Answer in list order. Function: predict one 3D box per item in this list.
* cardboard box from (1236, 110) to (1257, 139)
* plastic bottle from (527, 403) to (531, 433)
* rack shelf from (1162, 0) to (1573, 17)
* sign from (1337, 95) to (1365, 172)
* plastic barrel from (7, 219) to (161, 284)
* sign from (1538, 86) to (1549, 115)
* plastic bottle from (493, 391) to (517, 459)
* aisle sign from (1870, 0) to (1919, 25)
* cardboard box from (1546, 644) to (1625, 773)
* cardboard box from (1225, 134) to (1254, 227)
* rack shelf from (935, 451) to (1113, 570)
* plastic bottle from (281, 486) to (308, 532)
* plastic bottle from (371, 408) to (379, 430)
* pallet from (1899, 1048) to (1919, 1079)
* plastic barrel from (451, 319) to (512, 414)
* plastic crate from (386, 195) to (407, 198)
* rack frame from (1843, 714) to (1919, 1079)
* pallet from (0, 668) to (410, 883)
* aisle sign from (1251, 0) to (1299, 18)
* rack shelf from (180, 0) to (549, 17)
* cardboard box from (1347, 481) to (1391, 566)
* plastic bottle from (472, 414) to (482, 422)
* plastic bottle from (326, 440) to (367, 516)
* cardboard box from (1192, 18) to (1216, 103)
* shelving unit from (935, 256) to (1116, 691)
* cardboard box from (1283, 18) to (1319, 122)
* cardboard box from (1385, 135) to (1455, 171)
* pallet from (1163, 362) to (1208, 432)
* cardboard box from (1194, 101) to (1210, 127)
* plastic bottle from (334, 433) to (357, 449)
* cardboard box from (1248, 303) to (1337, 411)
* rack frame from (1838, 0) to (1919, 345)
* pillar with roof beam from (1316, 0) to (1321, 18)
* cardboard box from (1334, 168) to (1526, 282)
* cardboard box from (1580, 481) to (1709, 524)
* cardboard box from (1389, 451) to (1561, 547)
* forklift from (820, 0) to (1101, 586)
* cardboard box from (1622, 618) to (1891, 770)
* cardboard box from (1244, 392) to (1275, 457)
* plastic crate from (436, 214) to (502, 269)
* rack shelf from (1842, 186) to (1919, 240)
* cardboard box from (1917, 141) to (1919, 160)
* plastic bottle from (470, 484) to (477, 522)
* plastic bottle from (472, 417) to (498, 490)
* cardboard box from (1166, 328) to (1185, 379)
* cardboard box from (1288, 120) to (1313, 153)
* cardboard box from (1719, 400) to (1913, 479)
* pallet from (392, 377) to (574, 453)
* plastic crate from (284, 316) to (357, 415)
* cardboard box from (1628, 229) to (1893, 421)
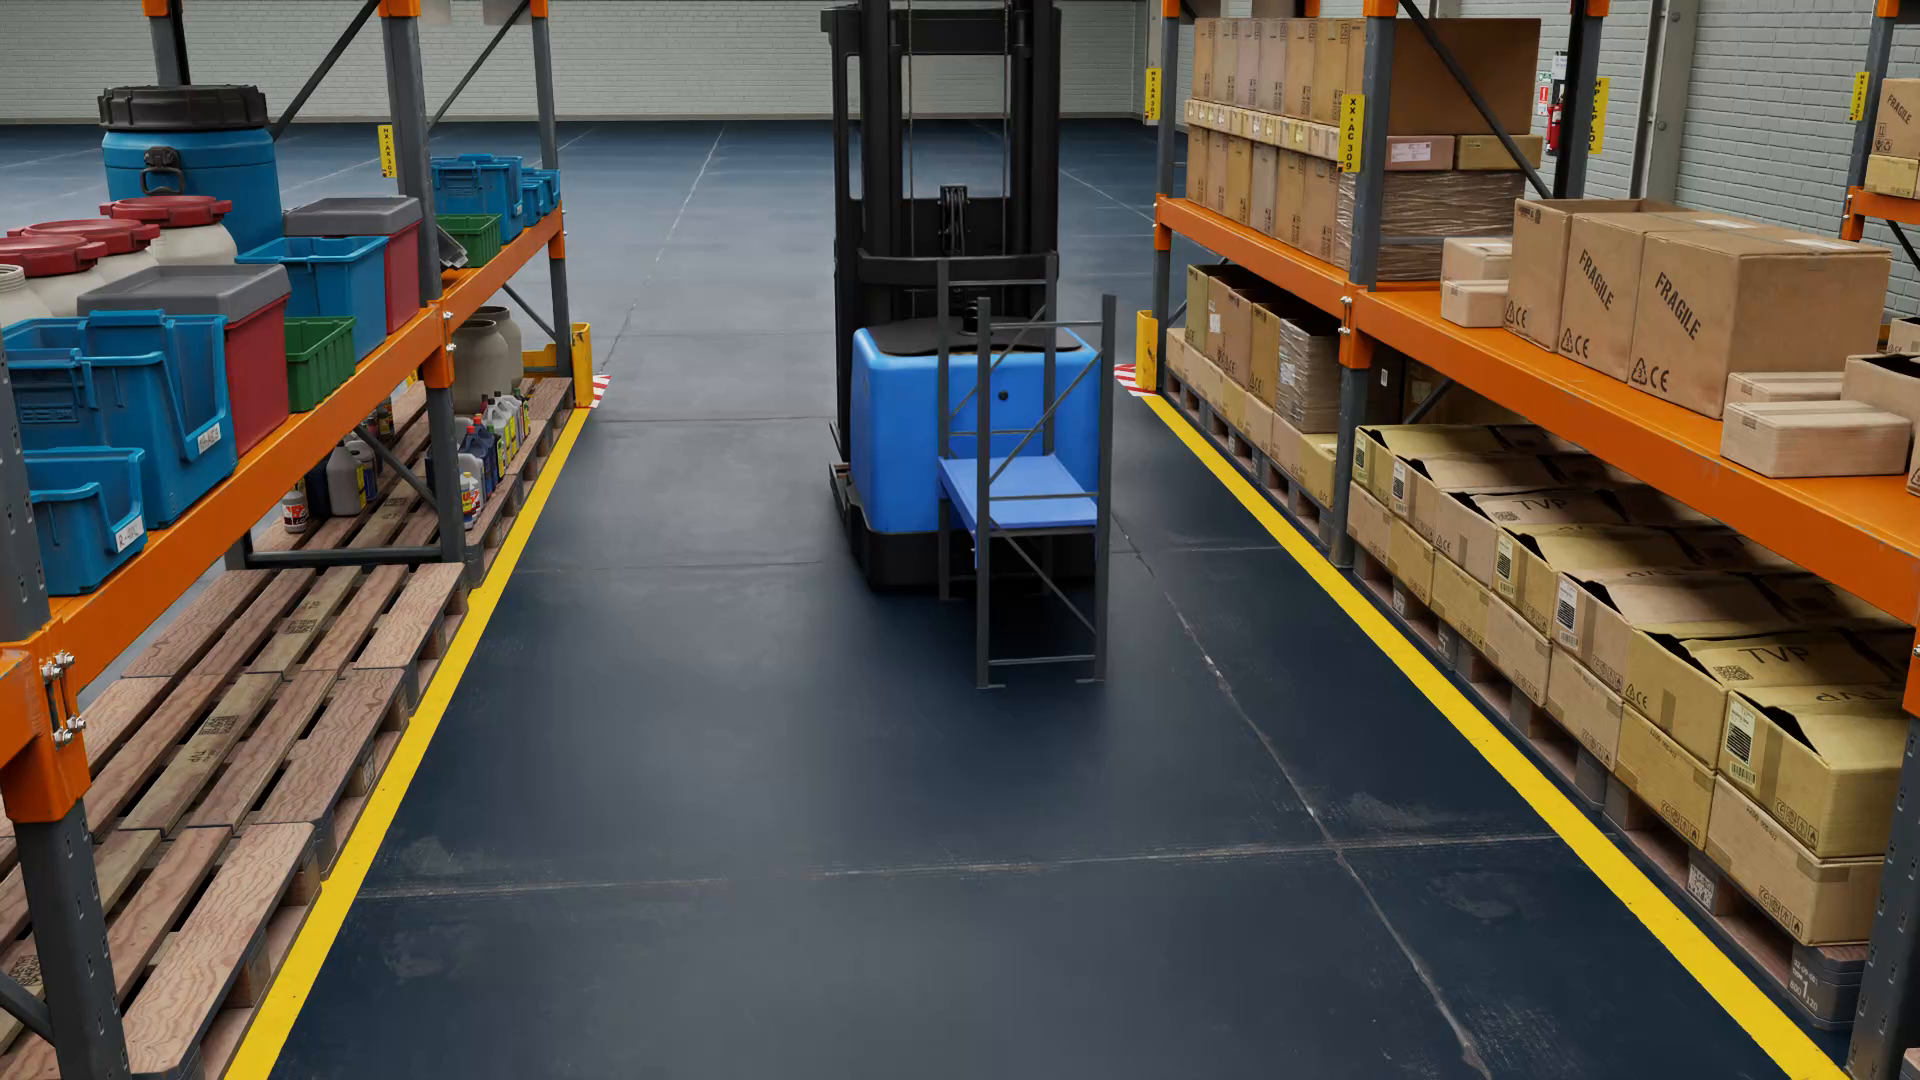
[{"bbox_3d":[1.790,-2.366,9.454,0.380,0.149,0.250,-2,18,-6],"label":"cardboard box"},{"bbox_3d":[-2.473,-0.705,9.352,0.097,0.201,0.097,0,17,0],"label":"plastic bottle"},{"bbox_3d":[2.036,-3.008,8.943,1.077,0.370,4.000,-2,18,-6],"label":"rack shelf"},{"bbox_3d":[1.690,-1.757,7.188,0.100,0.325,0.005,-2,18,-6],"label":"sign"},{"bbox_3d":[-2.729,-0.726,5.256,0.433,0.535,0.433,0,17,0],"label":"plastic barrel"},{"bbox_3d":[6.899,-5.198,19.666,0.001,0.329,0.234,-2,18,-6],"label":"sign"},{"bbox_3d":[-2.438,-0.610,8.799,0.144,0.351,0.185,-1,17,-3],"label":"plastic bottle"},{"bbox_3d":[6.450,-3.922,11.322,0.394,0.787,0.004,-2,18,-6],"label":"aisle sign"},{"bbox_3d":[2.252,0.527,5.381,0.500,0.250,0.500,-1,17,-4],"label":"cardboard box"},{"bbox_3d":[1.969,-2.119,9.753,0.700,0.500,0.500,-2,18,-5],"label":"cardboard box"},{"bbox_3d":[0.234,-0.136,6.706,0.538,0.185,1.000,-3,18,-8],"label":"rack shelf"},{"bbox_3d":[-3.033,-0.145,7.569,0.097,0.201,0.097,0,17,0],"label":"plastic bottle"},{"bbox_3d":[-3.186,-0.620,8.964,0.097,0.271,0.097,0,17,0],"label":"plastic bottle"},{"bbox_3d":[2.694,1.422,3.296,1.003,0.211,1.213,-2,18,-6],"label":"pallet"},{"bbox_3d":[-2.902,-1.034,9.915,0.421,0.512,0.421,0,17,0],"label":"plastic barrel"},{"bbox_3d":[-3.326,-1.961,9.857,0.298,0.136,0.250,-2,18,-6],"label":"plastic crate"},{"bbox_3d":[2.654,-0.132,3.590,1.000,3.000,0.127,-2,18,-6],"label":"rack frame"},{"bbox_3d":[-2.437,0.756,5.418,1.003,0.211,1.213,-2,18,-6],"label":"pallet"},{"bbox_3d":[2.115,-3.785,10.884,0.394,0.787,0.004,-2,18,-6],"label":"aisle sign"},{"bbox_3d":[-2.892,-2.856,8.459,1.077,0.370,4.000,-2,18,-6],"label":"rack shelf"},{"bbox_3d":[2.037,-0.085,7.328,0.500,0.250,0.500,-2,18,-7],"label":"cardboard box"},{"bbox_3d":[-2.582,-0.578,8.948,0.097,0.201,0.097,0,17,0],"label":"plastic bottle"},{"bbox_3d":[-2.895,-0.305,7.830,0.144,0.351,0.185,-2,18,-6],"label":"plastic bottle"},{"bbox_3d":[1.870,-3.027,10.478,0.700,0.500,0.500,-2,18,-5],"label":"cardboard box"},{"bbox_3d":[0.234,-0.307,6.652,0.538,1.500,1.048,-3,18,-8],"label":"shelving unit"},{"bbox_3d":[2.085,-2.422,8.552,0.700,0.500,0.500,-2,18,-6],"label":"cardboard box"},{"bbox_3d":[2.001,-1.755,7.511,0.380,0.149,0.250,-2,18,-6],"label":"cardboard box"},{"bbox_3d":[1.950,-0.959,10.878,1.003,0.211,1.213,-2,18,-6],"label":"pallet"},{"bbox_3d":[1.685,-2.671,10.426,0.380,0.149,0.250,-2,18,-7],"label":"cardboard box"},{"bbox_3d":[-3.092,-0.454,8.304,0.144,0.351,0.185,-2,18,-6],"label":"plastic bottle"},{"bbox_3d":[1.881,-1.000,8.991,0.500,0.500,0.500,-2,18,-6],"label":"cardboard box"},{"bbox_3d":[6.756,-2.670,11.673,1.000,3.000,0.127,-2,18,-6],"label":"rack frame"},{"bbox_3d":[1.550,-10.580,26.854,9.100,9.000,0.400,-2,18,-6],"label":"pillar with roof beam"},{"bbox_3d":[2.190,-1.504,7.792,0.700,0.500,0.500,-2,18,-7],"label":"cardboard box"},{"bbox_3d":[2.678,-0.065,6.328,0.500,0.311,0.500,-2,18,-6],"label":"cardboard box"},{"bbox_3d":[2.083,-0.200,6.759,0.500,0.311,0.500,-2,18,-6],"label":"cardboard box"},{"bbox_3d":[-0.102,-1.597,8.370,1.130,2.935,3.031,-3,18,-8],"label":"forklift"},{"bbox_3d":[2.295,0.409,4.820,0.500,0.311,0.500,-2,18,-6],"label":"cardboard box"},{"bbox_3d":[1.869,-0.642,9.102,0.500,0.250,0.500,-2,18,-6],"label":"cardboard box"},{"bbox_3d":[-2.545,-1.484,8.250,0.450,0.188,0.662,-2,18,-6],"label":"plastic crate"},{"bbox_3d":[6.962,-1.731,9.883,1.077,0.370,4.000,-2,18,-6],"label":"rack shelf"},{"bbox_3d":[6.548,-2.666,10.628,0.500,0.500,0.500,-2,18,-5],"label":"cardboard box"},{"bbox_3d":[-2.293,-0.185,7.697,0.097,0.201,0.097,0,17,0],"label":"plastic bottle"},{"bbox_3d":[-2.375,-0.428,8.219,0.144,0.351,0.185,-3,18,-8],"label":"plastic bottle"},{"bbox_3d":[1.663,-1.237,11.000,0.500,0.250,0.500,-2,18,-6],"label":"cardboard box"},{"bbox_3d":[1.898,-2.059,8.477,0.380,0.149,0.250,-2,18,-6],"label":"cardboard box"},{"bbox_3d":[2.287,-0.272,4.454,0.380,0.149,0.250,-2,18,-6],"label":"cardboard box"},{"bbox_3d":[-2.965,-0.770,10.277,1.003,0.211,1.213,-2,18,-6],"label":"pallet"},{"bbox_3d":[-2.225,-0.561,5.309,0.450,0.188,0.662,-2,18,-6],"label":"plastic crate"},{"bbox_3d":[2.465,-0.679,5.166,0.500,0.500,0.500,-3,18,-9],"label":"cardboard box"}]
